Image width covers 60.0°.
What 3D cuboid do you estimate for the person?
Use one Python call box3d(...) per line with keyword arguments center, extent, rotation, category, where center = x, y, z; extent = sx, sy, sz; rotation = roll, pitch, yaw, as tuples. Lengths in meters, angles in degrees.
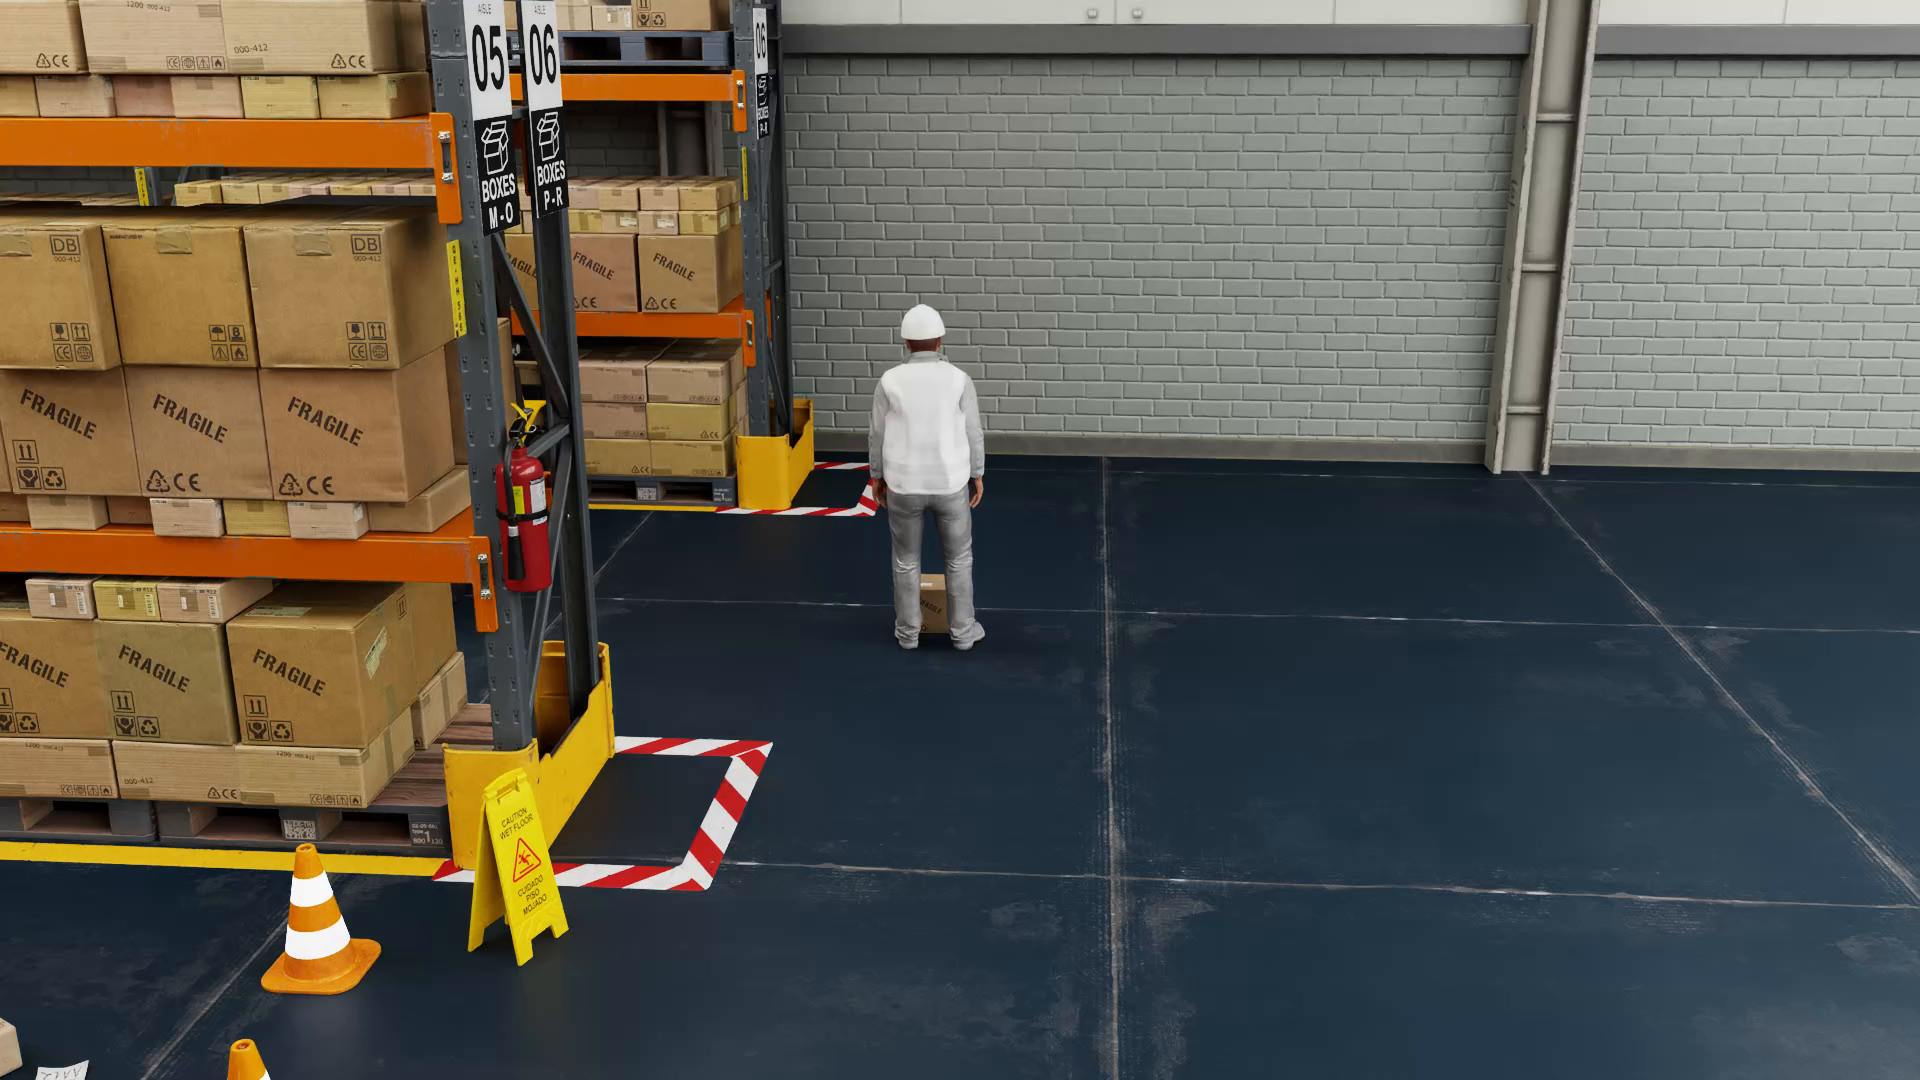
box3d(center=(-0.160, -0.308, 8.488), extent=(0.587, 1.771, 0.466), rotation=(1, 17, 3), category="person")
